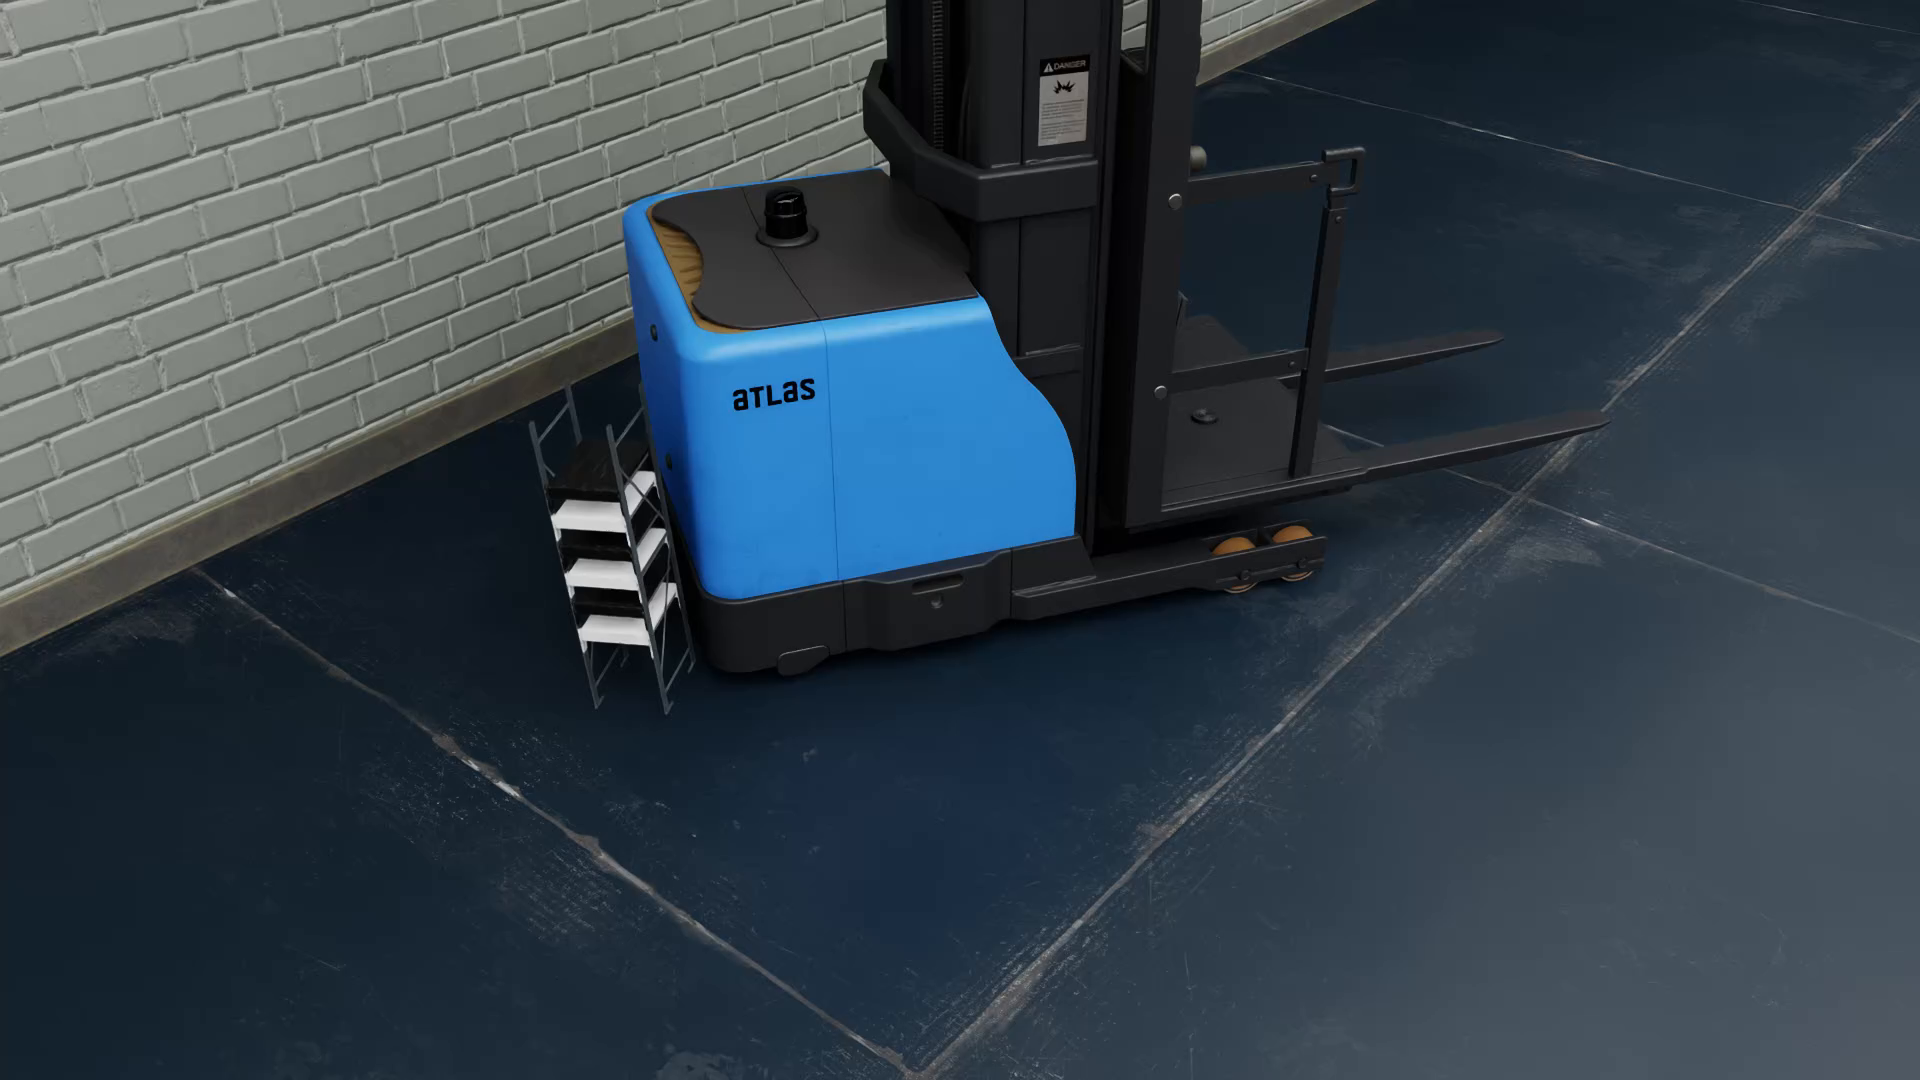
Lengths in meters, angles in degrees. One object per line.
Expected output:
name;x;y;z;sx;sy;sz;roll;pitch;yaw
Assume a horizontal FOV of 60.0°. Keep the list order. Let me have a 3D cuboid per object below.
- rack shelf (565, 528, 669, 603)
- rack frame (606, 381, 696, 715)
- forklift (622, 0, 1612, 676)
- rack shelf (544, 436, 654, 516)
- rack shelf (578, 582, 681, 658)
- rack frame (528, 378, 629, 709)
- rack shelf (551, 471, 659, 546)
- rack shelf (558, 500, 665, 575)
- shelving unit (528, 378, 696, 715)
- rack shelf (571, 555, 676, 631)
rack shelf;-0.902;0.059;4.418;0.200;0.077;0.258;4;34;12
rack frame;-0.805;0.037;4.379;0.006;0.900;0.240;4;34;12
forklift;0.590;-1.321;4.584;3.031;2.935;1.130;-11;36;-15
rack shelf;-0.919;-0.166;4.268;0.200;0.077;0.258;4;34;12
rack shelf;-0.891;0.208;4.518;0.200;0.077;0.258;4;34;12
rack frame;-1.004;0.025;4.420;0.006;0.900;0.240;4;34;12
rack shelf;-0.913;-0.091;4.318;0.200;0.077;0.258;4;34;12
rack shelf;-0.908;-0.016;4.368;0.200;0.077;0.258;4;34;12
shelving unit;-0.904;0.031;4.400;0.210;0.900;0.258;4;34;12
rack shelf;-0.897;0.133;4.468;0.200;0.077;0.258;4;34;12
